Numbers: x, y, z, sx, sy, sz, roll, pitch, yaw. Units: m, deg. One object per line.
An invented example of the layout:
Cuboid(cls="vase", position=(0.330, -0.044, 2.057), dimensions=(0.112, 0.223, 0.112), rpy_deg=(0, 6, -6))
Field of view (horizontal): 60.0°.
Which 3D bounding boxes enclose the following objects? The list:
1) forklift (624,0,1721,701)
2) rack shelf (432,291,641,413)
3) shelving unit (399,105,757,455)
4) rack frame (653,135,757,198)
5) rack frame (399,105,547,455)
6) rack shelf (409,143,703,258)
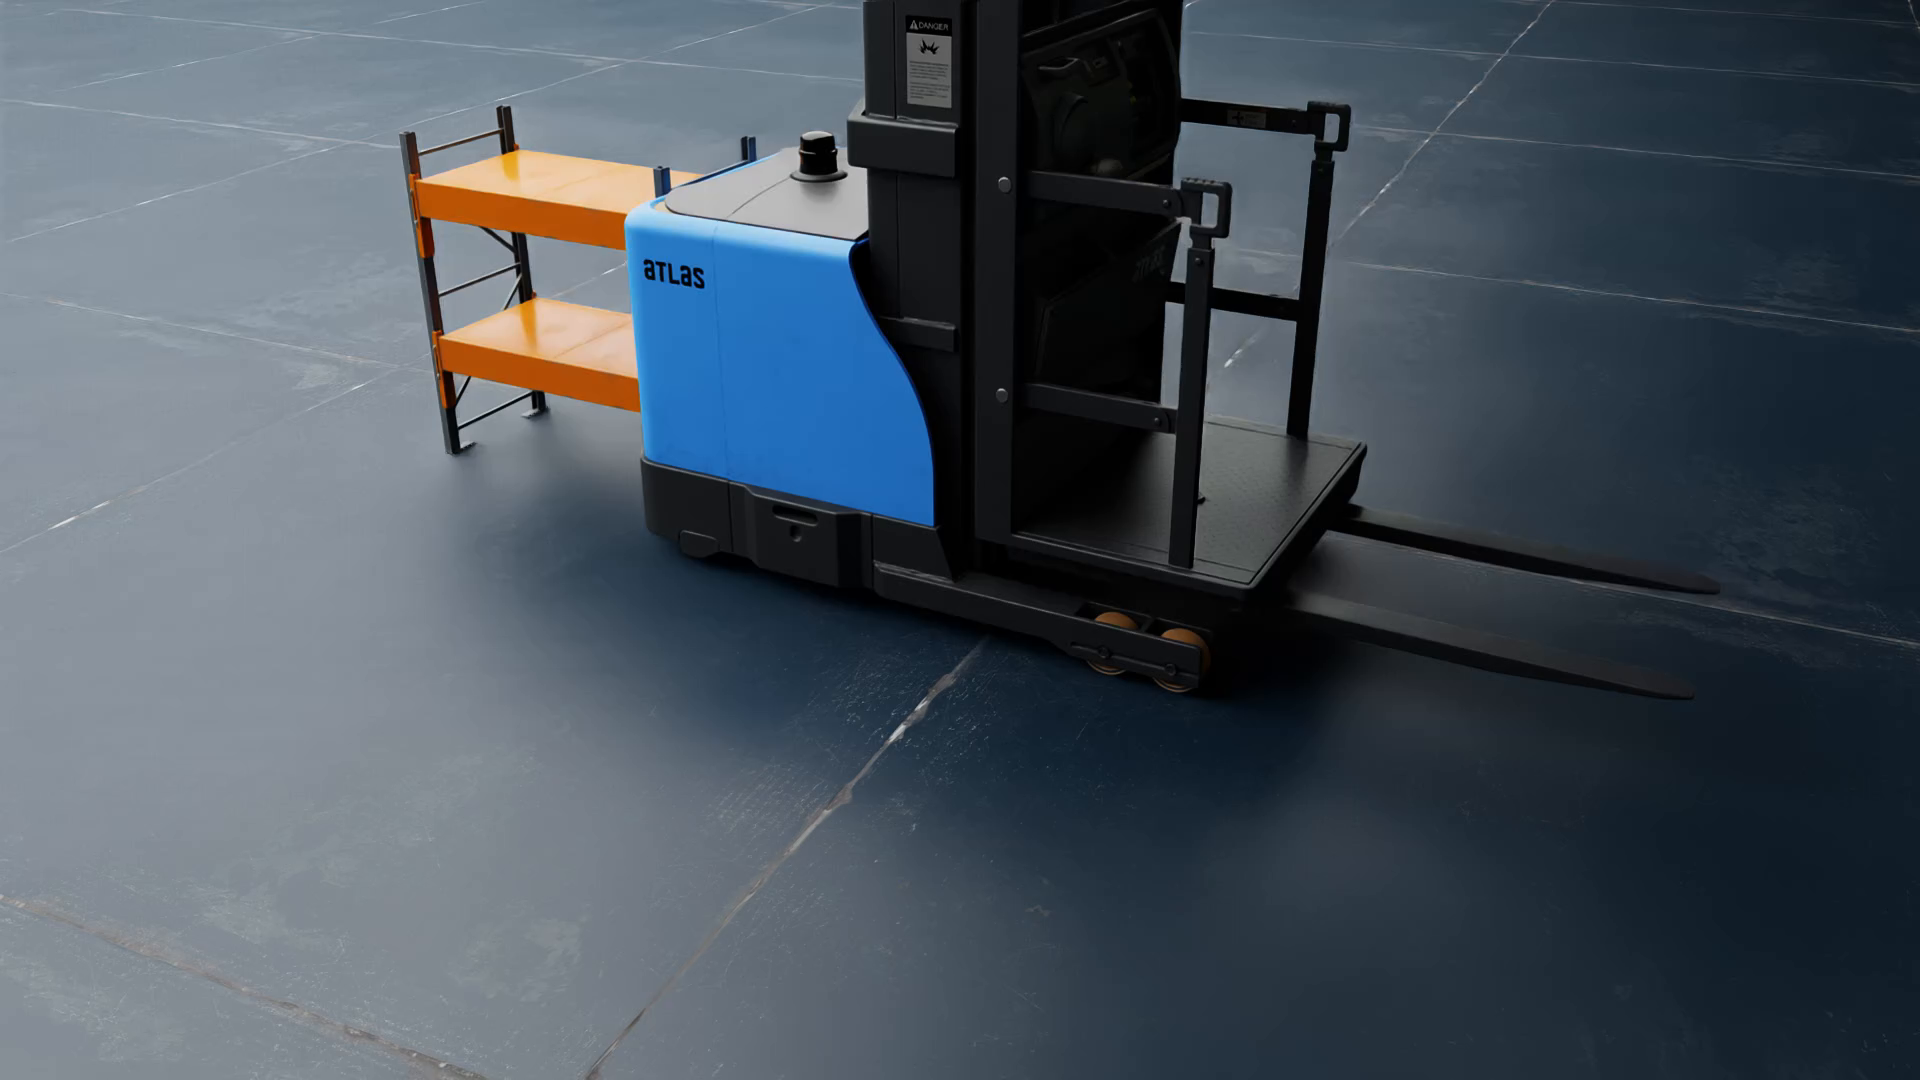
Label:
Cuboid(cls="forklift", position=(0.567, -1.177, 4.323), dimensions=(3.031, 2.935, 1.130), rpy_deg=(13, 29, 25))
Cuboid(cls="rack shelf", position=(-1.236, -0.582, 5.712), dimensions=(1.000, 0.278, 0.538), rpy_deg=(13, 29, 25))
Cuboid(cls="shelving unit", position=(-1.236, -0.801, 5.604), dimensions=(1.048, 1.125, 0.538), rpy_deg=(13, 29, 25))
Cuboid(cls="rack frame", position=(-0.786, -0.697, 5.392), dimensions=(0.032, 1.125, 0.500), rpy_deg=(13, 29, 25))
Cuboid(cls="rack frame", position=(-1.686, -0.906, 5.816), dimensions=(0.032, 1.125, 0.500), rpy_deg=(13, 29, 25))
Cuboid(cls="rack shelf", position=(-1.236, -1.064, 5.475), dimensions=(1.000, 0.278, 0.538), rpy_deg=(13, 29, 25))
